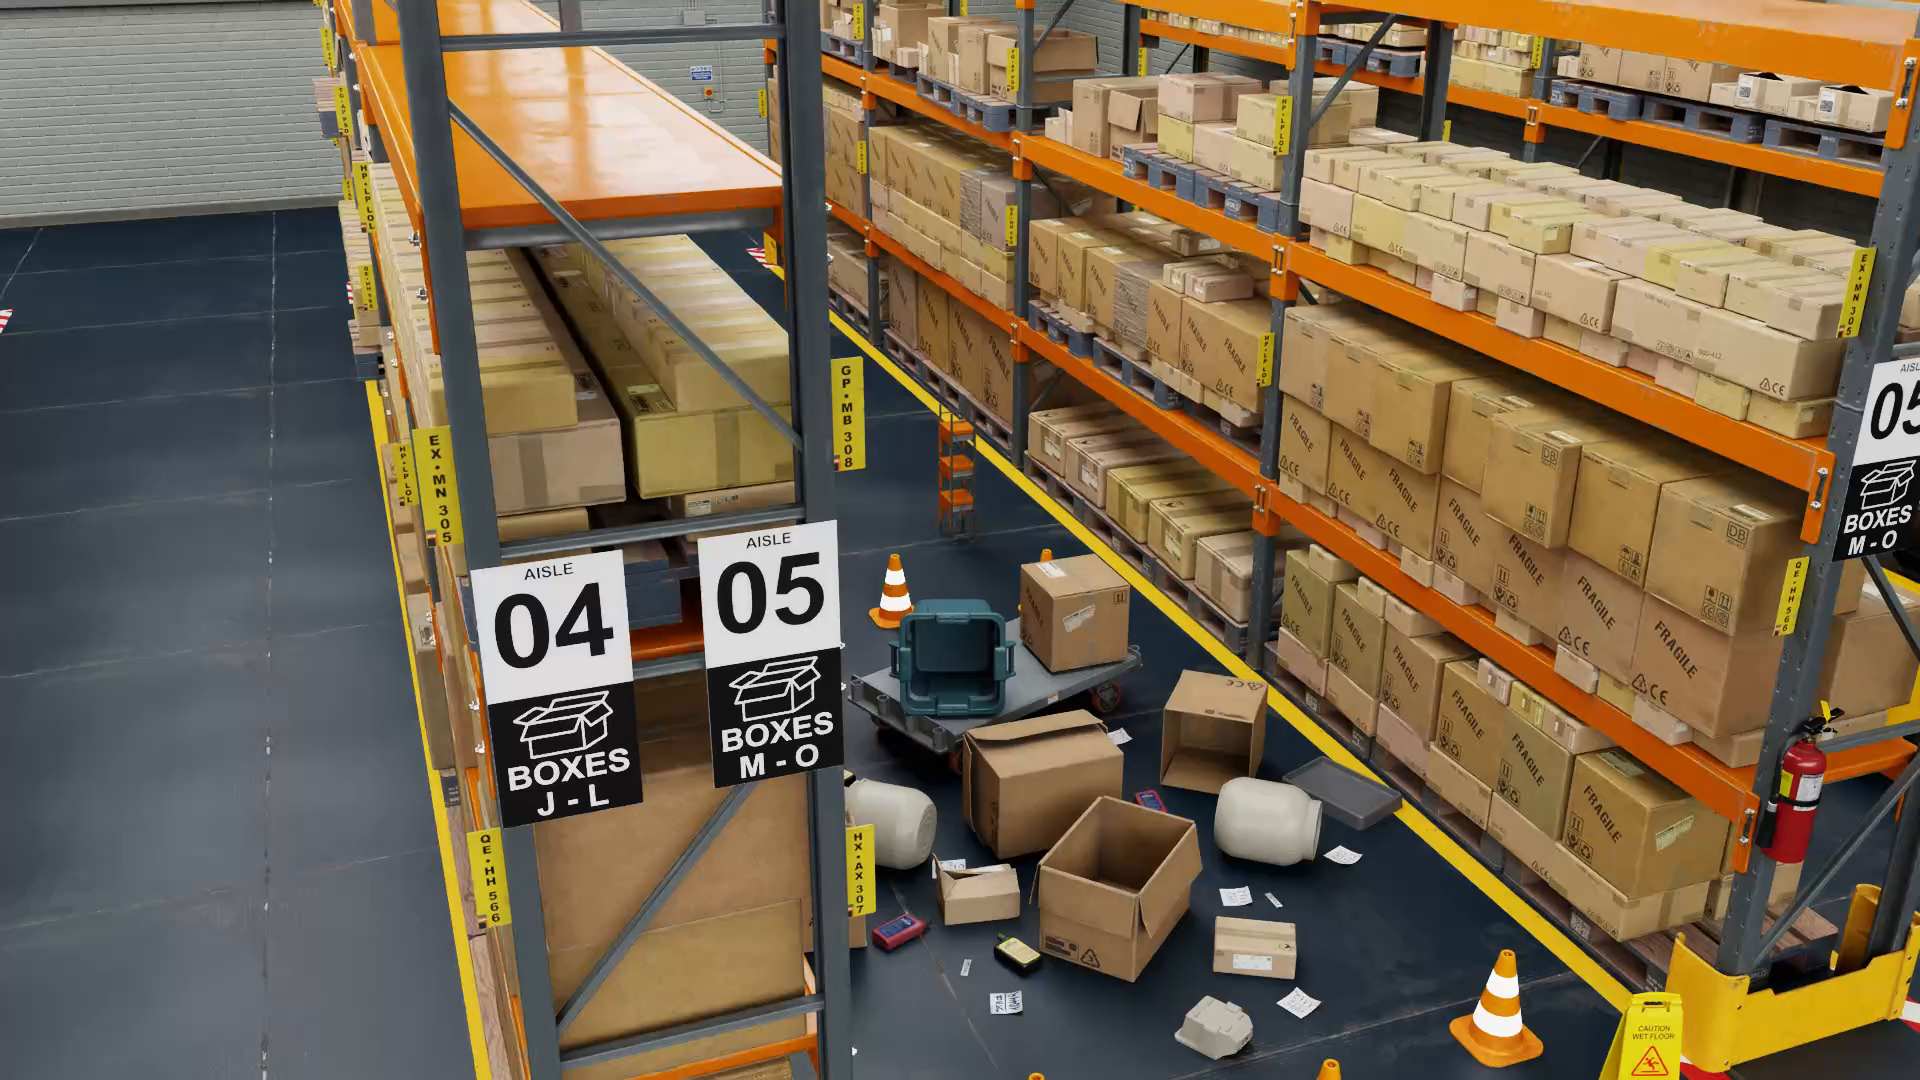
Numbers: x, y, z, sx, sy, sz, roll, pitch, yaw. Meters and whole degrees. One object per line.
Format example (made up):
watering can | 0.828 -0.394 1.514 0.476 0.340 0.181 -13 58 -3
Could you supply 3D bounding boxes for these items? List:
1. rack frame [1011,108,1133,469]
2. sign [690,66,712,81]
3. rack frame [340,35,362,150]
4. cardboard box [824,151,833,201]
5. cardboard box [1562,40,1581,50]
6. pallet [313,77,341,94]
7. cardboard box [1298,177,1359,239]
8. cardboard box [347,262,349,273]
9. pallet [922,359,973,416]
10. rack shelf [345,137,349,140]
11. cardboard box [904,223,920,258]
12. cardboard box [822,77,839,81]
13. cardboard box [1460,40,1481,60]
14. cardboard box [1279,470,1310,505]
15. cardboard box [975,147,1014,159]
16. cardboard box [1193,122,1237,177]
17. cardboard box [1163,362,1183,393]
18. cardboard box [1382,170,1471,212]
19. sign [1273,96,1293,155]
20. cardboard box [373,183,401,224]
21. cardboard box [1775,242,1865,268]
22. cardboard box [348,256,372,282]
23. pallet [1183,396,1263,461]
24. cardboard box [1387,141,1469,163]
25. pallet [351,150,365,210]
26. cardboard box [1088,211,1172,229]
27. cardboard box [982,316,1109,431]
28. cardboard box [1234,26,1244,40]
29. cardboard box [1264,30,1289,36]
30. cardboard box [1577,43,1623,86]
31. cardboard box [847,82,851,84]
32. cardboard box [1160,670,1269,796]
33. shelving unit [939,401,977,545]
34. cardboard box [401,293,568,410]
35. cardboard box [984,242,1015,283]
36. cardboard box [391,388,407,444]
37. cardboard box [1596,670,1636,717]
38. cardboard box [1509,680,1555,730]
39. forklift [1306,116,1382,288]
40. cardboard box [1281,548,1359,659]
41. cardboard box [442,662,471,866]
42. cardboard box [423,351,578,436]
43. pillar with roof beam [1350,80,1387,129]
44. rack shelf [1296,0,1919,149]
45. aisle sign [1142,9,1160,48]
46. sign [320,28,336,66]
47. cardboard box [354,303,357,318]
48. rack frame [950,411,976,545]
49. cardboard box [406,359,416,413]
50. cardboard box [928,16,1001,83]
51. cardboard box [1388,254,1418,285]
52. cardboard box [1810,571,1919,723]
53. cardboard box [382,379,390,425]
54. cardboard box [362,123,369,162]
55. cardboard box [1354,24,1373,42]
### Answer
rack frame | 0.933 -2.075 13.812 1.000 3.000 0.127 -8 24 -19
sign | -3.974 -7.168 25.546 0.327 0.218 0.001 -8 24 -19
rack frame | -3.663 -4.124 10.948 1.000 3.000 0.127 -8 24 -19
cardboard box | -1.262 -4.075 18.428 0.500 0.500 0.500 -9 24 -20
cardboard box | 5.704 -4.563 15.150 0.380 0.149 0.250 -9 25 -21
pallet | -4.957 -3.870 14.449 1.213 0.211 1.003 -8 24 -19
cardboard box | 2.245 -1.875 9.284 0.500 0.250 0.500 -9 24 -20
cardboard box | -5.001 -2.309 14.150 0.380 0.149 0.250 -9 25 -21
pallet | 0.297 -1.530 16.108 1.003 0.211 1.213 -8 24 -19
rack shelf | -4.369 -3.137 13.395 1.077 0.370 4.000 -8 24 -19
cardboard box | -0.222 -2.887 15.931 0.500 0.250 0.500 -9 24 -19
cardboard box | -1.583 -5.147 18.850 0.380 0.149 0.250 -8 24 -19
cardboard box | 4.954 -4.631 15.692 0.380 0.149 0.250 -8 24 -19
cardboard box | 2.157 -0.348 10.036 0.380 0.149 0.250 -8 24 -19
cardboard box | 0.460 -3.348 15.415 0.500 0.500 0.500 -8 24 -18
cardboard box | 1.830 -2.506 10.623 0.500 0.250 0.500 -8 24 -18
cardboard box | 1.611 -1.128 11.347 0.380 0.149 0.250 -8 24 -19
cardboard box | 2.423 -1.810 8.617 0.380 0.149 0.250 -9 24 -19
sign | 1.828 -2.346 9.420 0.100 0.325 0.005 -8 24 -19
cardboard box | -2.258 -1.416 7.013 0.380 0.149 0.250 -9 24 -19
cardboard box | 3.689 -1.148 7.047 0.380 0.149 0.250 -8 24 -19
cardboard box | -4.542 -2.110 12.910 0.380 0.149 0.250 -8 24 -17
pallet | 2.212 -0.831 11.107 1.003 0.211 1.213 -8 24 -19
cardboard box | 2.662 -2.171 9.473 0.380 0.149 0.250 -8 24 -18
pallet | -3.385 -2.428 11.030 1.213 0.211 1.003 -7 24 -17
cardboard box | 1.353 -2.325 13.352 0.500 0.500 0.500 -9 25 -21
cardboard box | 0.766 -1.552 14.765 0.875 0.875 0.875 -9 24 -19
cardboard box | 3.439 -5.947 19.459 0.380 0.149 0.250 -8 24 -17
cardboard box | 3.757 -5.802 18.602 0.500 0.250 0.500 -8 24 -19
cardboard box | 5.603 -4.129 14.024 0.500 0.500 0.500 -8 24 -19
cardboard box | -1.077 -5.229 19.043 0.380 0.149 0.250 -8 24 -18
cardboard box | 1.451 1.105 9.482 0.500 0.500 0.500 8 24 18
shelving unit | -0.019 -0.503 12.592 0.215 1.050 0.252 -8 24 -19
cardboard box | -1.623 -0.646 5.700 0.500 0.250 0.500 -8 24 -19
cardboard box | 0.524 -2.378 14.079 0.500 0.250 0.500 -8 24 -19
cardboard box | -3.223 -0.656 10.317 0.500 0.500 0.500 -9 24 -20
cardboard box | 3.163 0.668 7.627 0.380 0.149 0.250 -9 24 -20
cardboard box | 2.953 0.789 8.214 0.380 0.149 0.250 -8 24 -18
forklift | 3.091 -1.820 13.295 1.130 2.935 3.031 -9 24 -20
cardboard box | 2.302 0.357 10.074 0.500 0.500 0.500 -7 24 -16
cardboard box | -2.093 1.118 8.431 0.875 0.875 0.875 -8 24 -18
cardboard box | -1.273 -0.402 4.607 0.380 0.149 0.250 -8 24 -18
pillar with roof beam | 0.732 -6.762 17.206 9.100 9.000 0.400 -8 24 -19
rack shelf | 3.052 -2.327 7.615 1.077 0.370 4.000 -8 24 -19
aisle sign | 2.450 -6.847 21.786 0.394 0.787 0.004 -8 24 -19
sign | -5.581 -4.356 14.695 0.100 0.325 0.005 -8 24 -19
cardboard box | -4.359 -1.788 12.530 0.380 0.149 0.250 -7 24 -17
rack frame | 0.024 -0.459 12.487 0.200 1.050 0.008 -8 24 -19
cardboard box | -1.809 -0.587 6.073 0.380 0.149 0.250 -8 24 -18
cardboard box | 0.039 -4.298 14.553 0.500 0.500 0.500 -8 24 -18
cardboard box | 2.509 -1.467 8.831 0.380 0.149 0.250 -8 24 -17
cardboard box | 3.851 0.438 7.337 0.500 0.500 0.500 -9 24 -20
cardboard box | -4.338 -1.141 13.308 0.500 0.250 0.500 -8 24 -18
cardboard box | -3.436 -2.437 10.331 0.500 0.250 0.500 -8 24 -18
cardboard box | 4.258 -5.183 16.978 0.380 0.149 0.250 -9 24 -20
